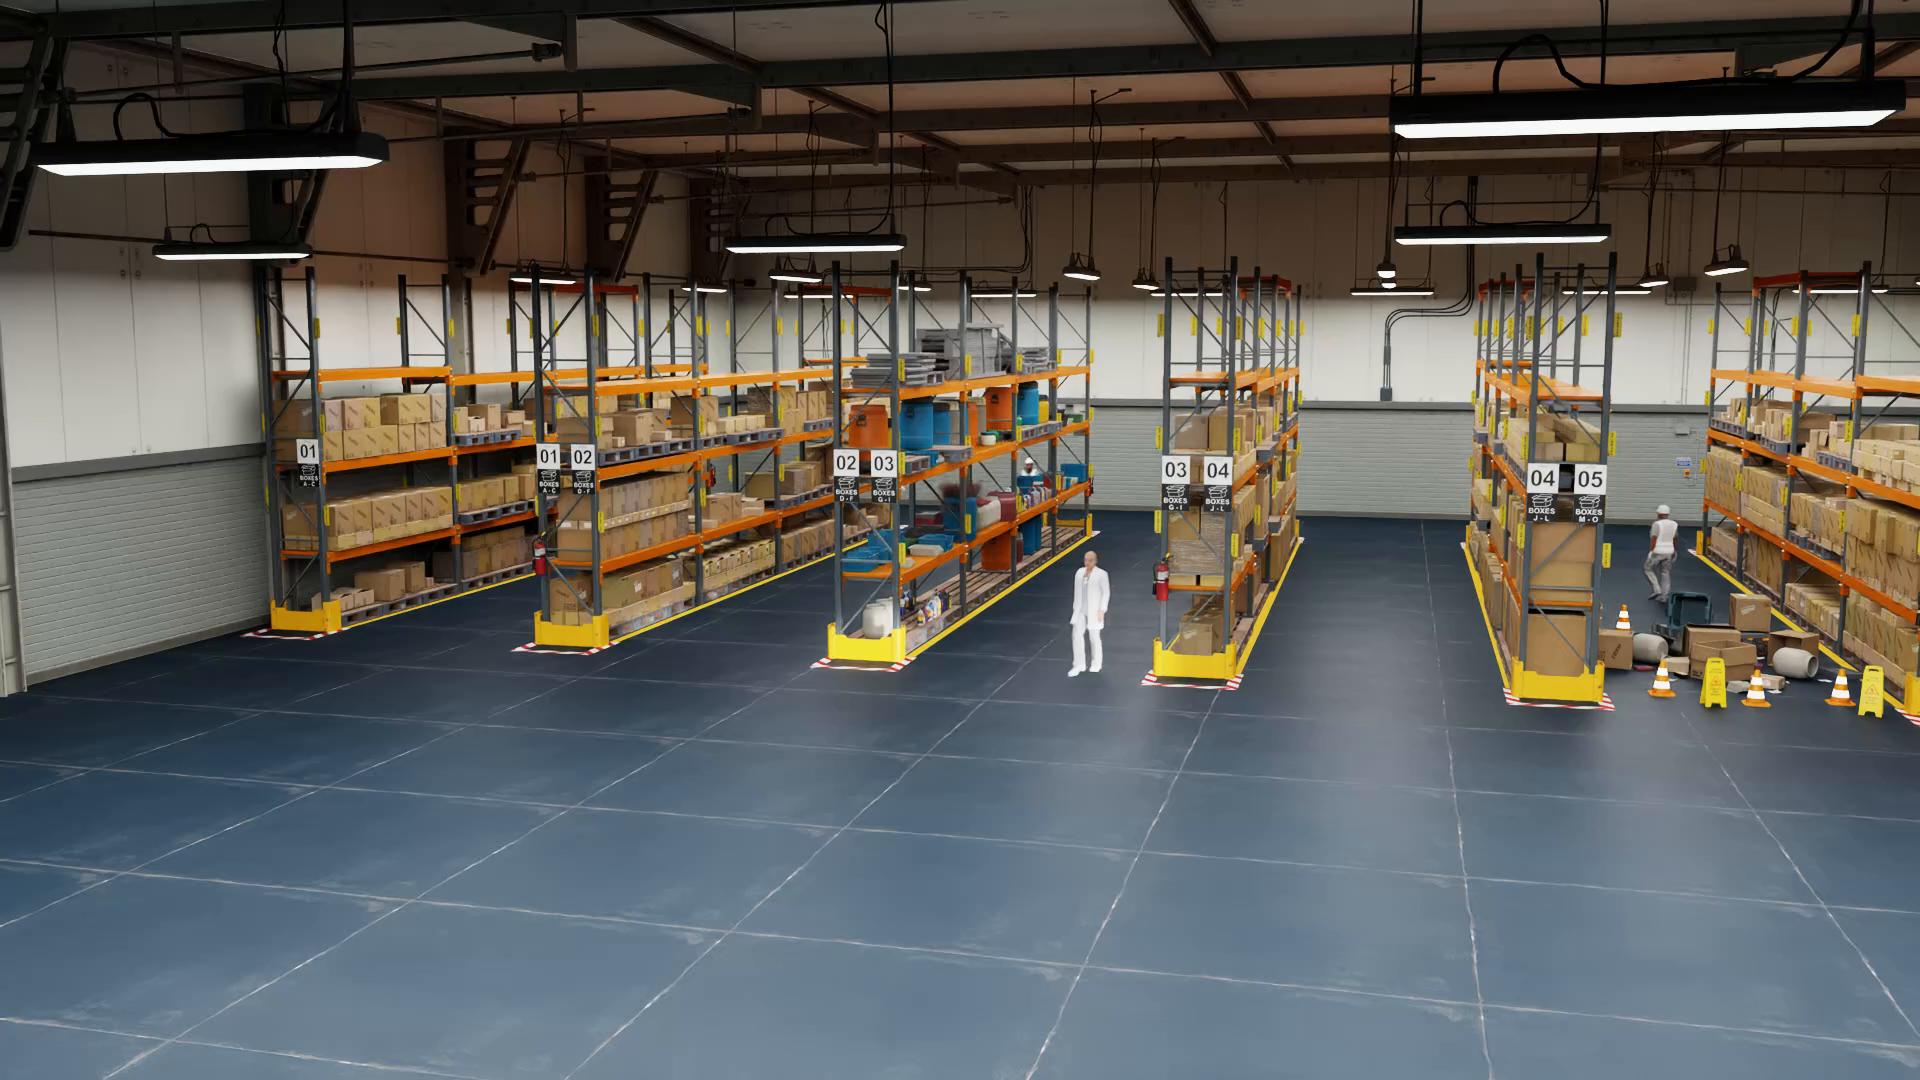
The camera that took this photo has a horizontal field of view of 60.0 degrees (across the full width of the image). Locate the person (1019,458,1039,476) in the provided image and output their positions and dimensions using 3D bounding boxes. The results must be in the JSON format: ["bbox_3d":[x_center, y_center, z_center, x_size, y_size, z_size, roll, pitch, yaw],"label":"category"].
[{"bbox_3d":[1.736,-1.231,42.284,0.558,1.715,1.076,3,8,23],"label":"person"}]

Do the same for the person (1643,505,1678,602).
[{"bbox_3d":[12.908,0.246,30.551,0.609,1.786,0.463,-2,7,-14],"label":"person"}]

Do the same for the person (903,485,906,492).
[{"bbox_3d":[-1.728,-1.447,44.349,0.503,1.601,1.069,-3,8,-19],"label":"person"}]

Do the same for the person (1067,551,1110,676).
[{"bbox_3d":[1.872,1.070,24.191,0.640,1.815,0.666,5,9,33],"label":"person"}]
